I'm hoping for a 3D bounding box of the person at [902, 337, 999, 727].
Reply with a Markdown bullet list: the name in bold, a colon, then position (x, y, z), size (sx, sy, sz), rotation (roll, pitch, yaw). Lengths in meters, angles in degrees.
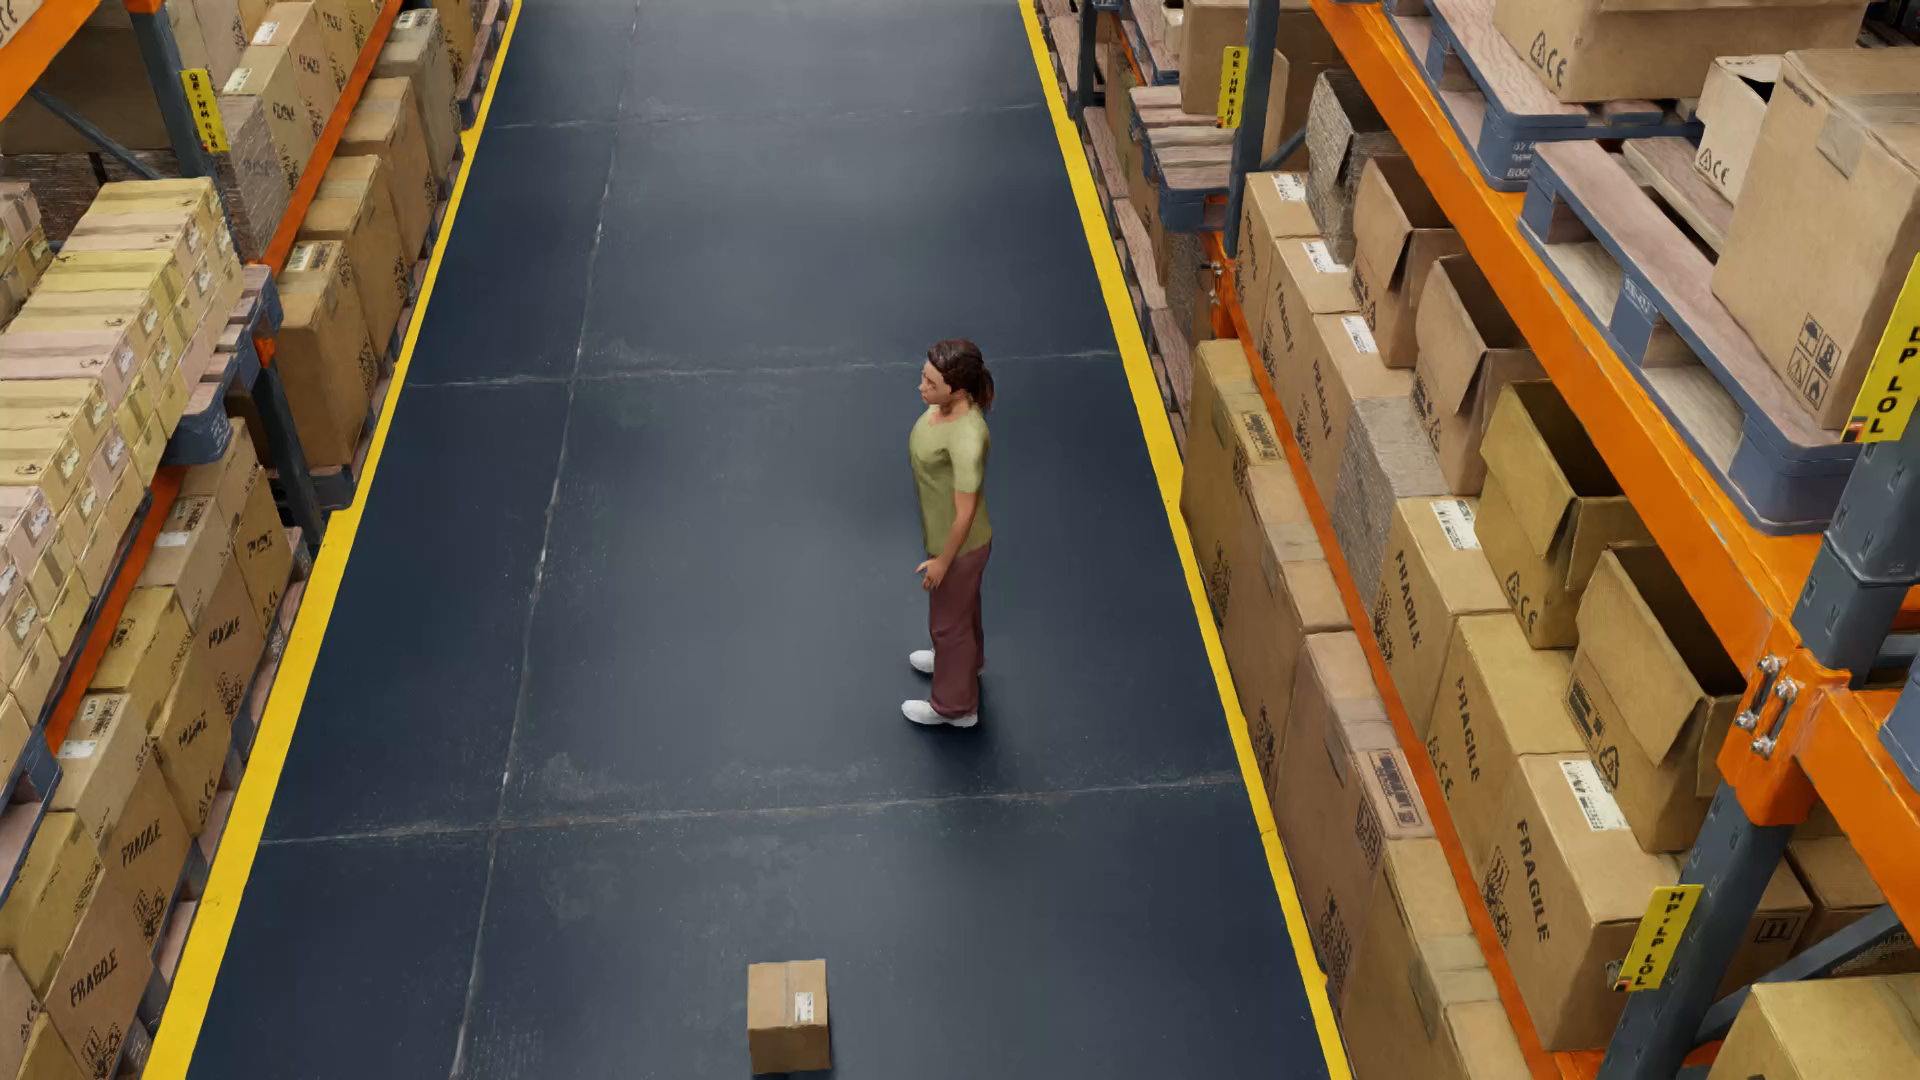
- **person**: position (-0.059, -0.016, 6.149), size (0.363, 1.670, 0.481), rotation (-4, 39, -5)
